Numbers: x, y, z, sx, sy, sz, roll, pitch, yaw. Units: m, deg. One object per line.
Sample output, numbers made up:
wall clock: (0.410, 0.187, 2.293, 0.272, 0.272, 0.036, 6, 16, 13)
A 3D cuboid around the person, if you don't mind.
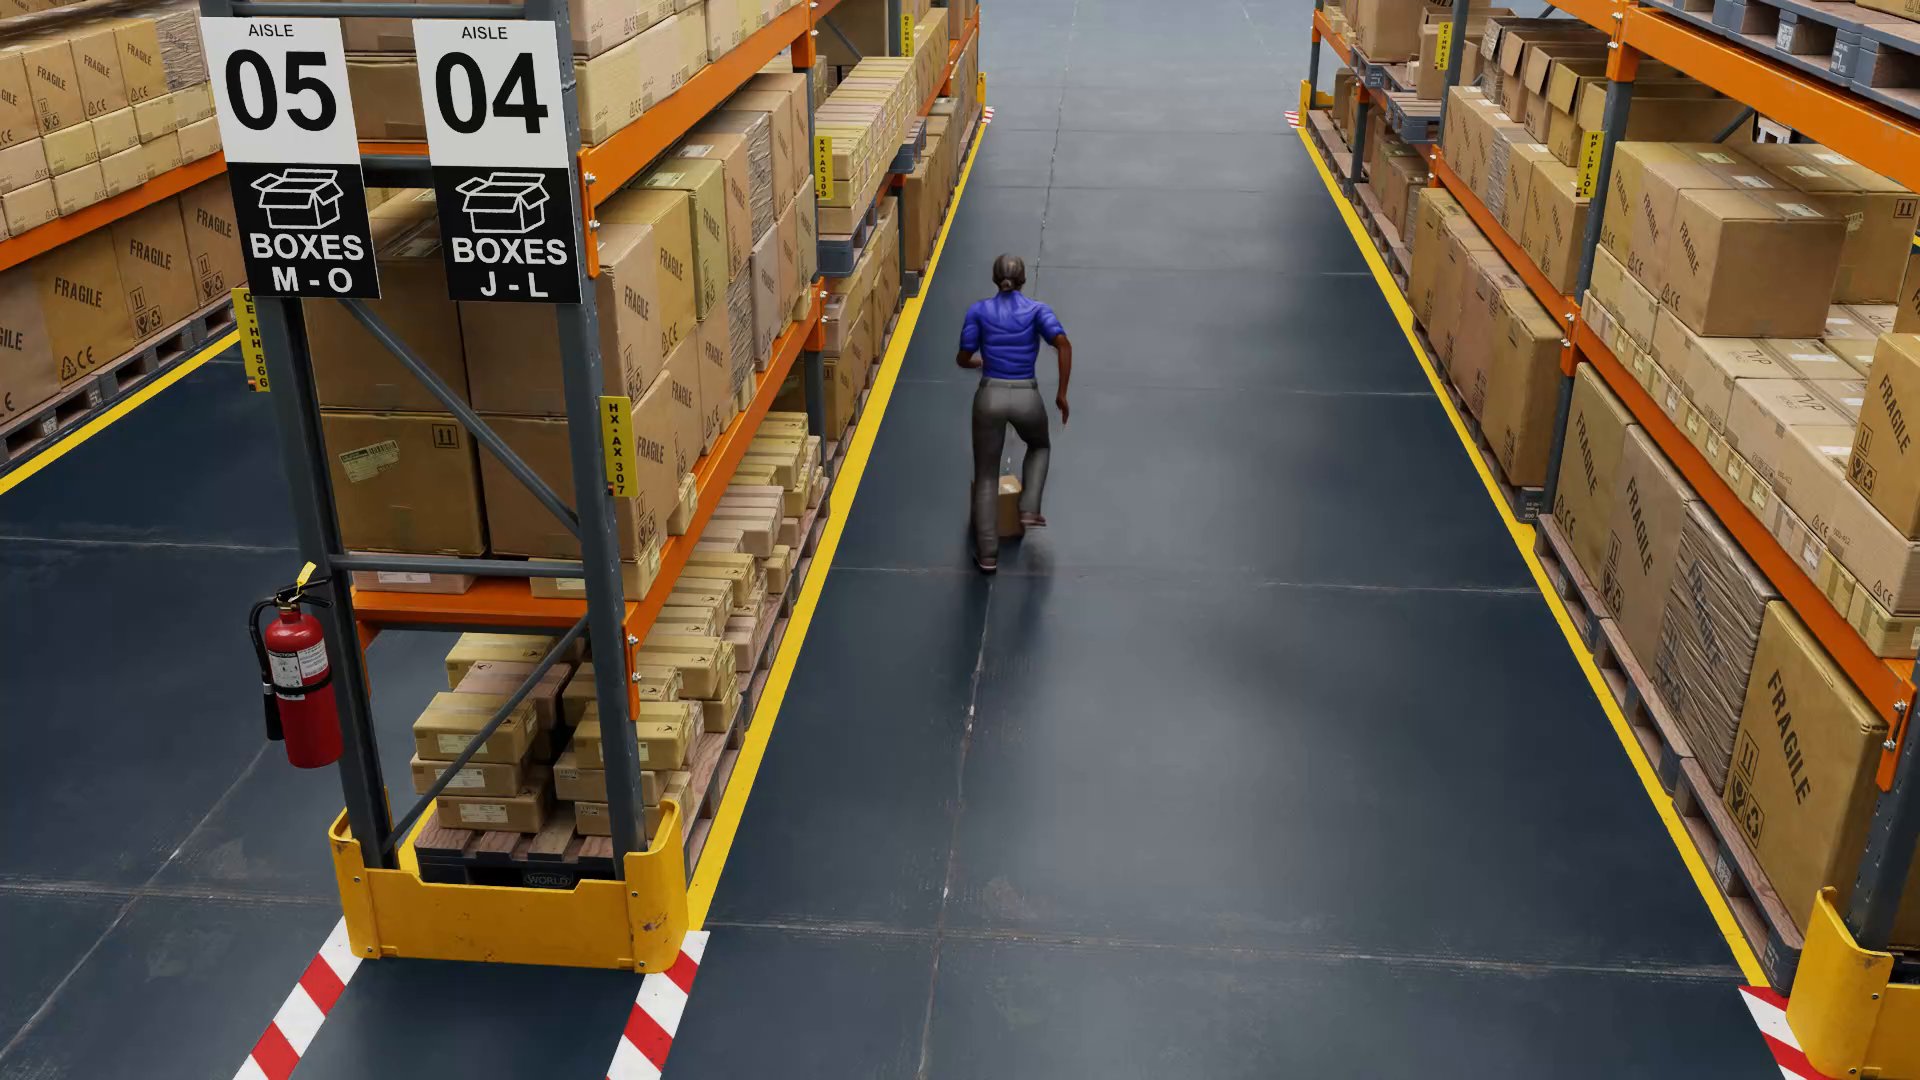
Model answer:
person: (0.283, -0.706, 8.737, 0.573, 1.572, 0.796, 0, 25, 0)
